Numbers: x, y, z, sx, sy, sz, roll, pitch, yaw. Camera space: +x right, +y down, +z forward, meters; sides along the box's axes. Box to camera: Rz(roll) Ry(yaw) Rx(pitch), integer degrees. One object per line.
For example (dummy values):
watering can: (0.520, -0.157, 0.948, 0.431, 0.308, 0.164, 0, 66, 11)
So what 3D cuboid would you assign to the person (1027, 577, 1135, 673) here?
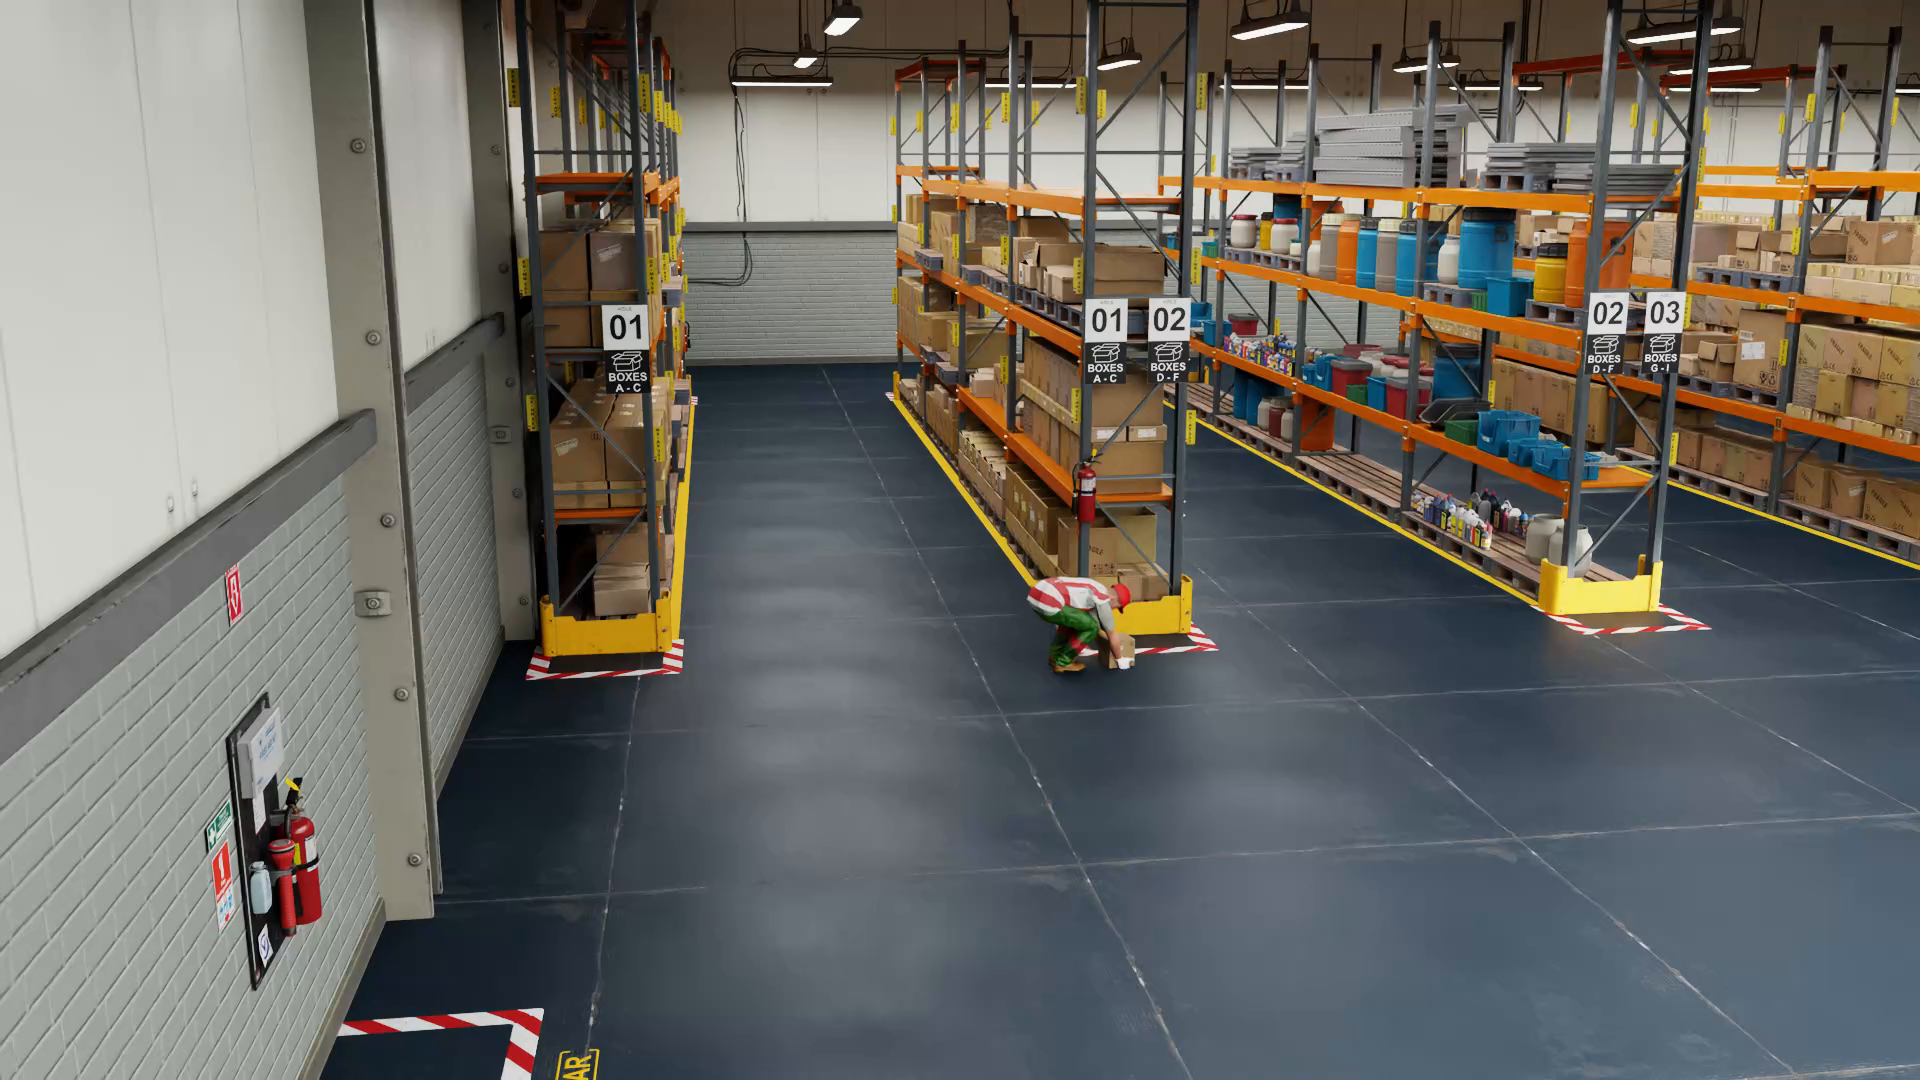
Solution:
person: (1.075, 0.740, 14.917, 0.967, 0.854, 0.529, -5, 14, -22)
